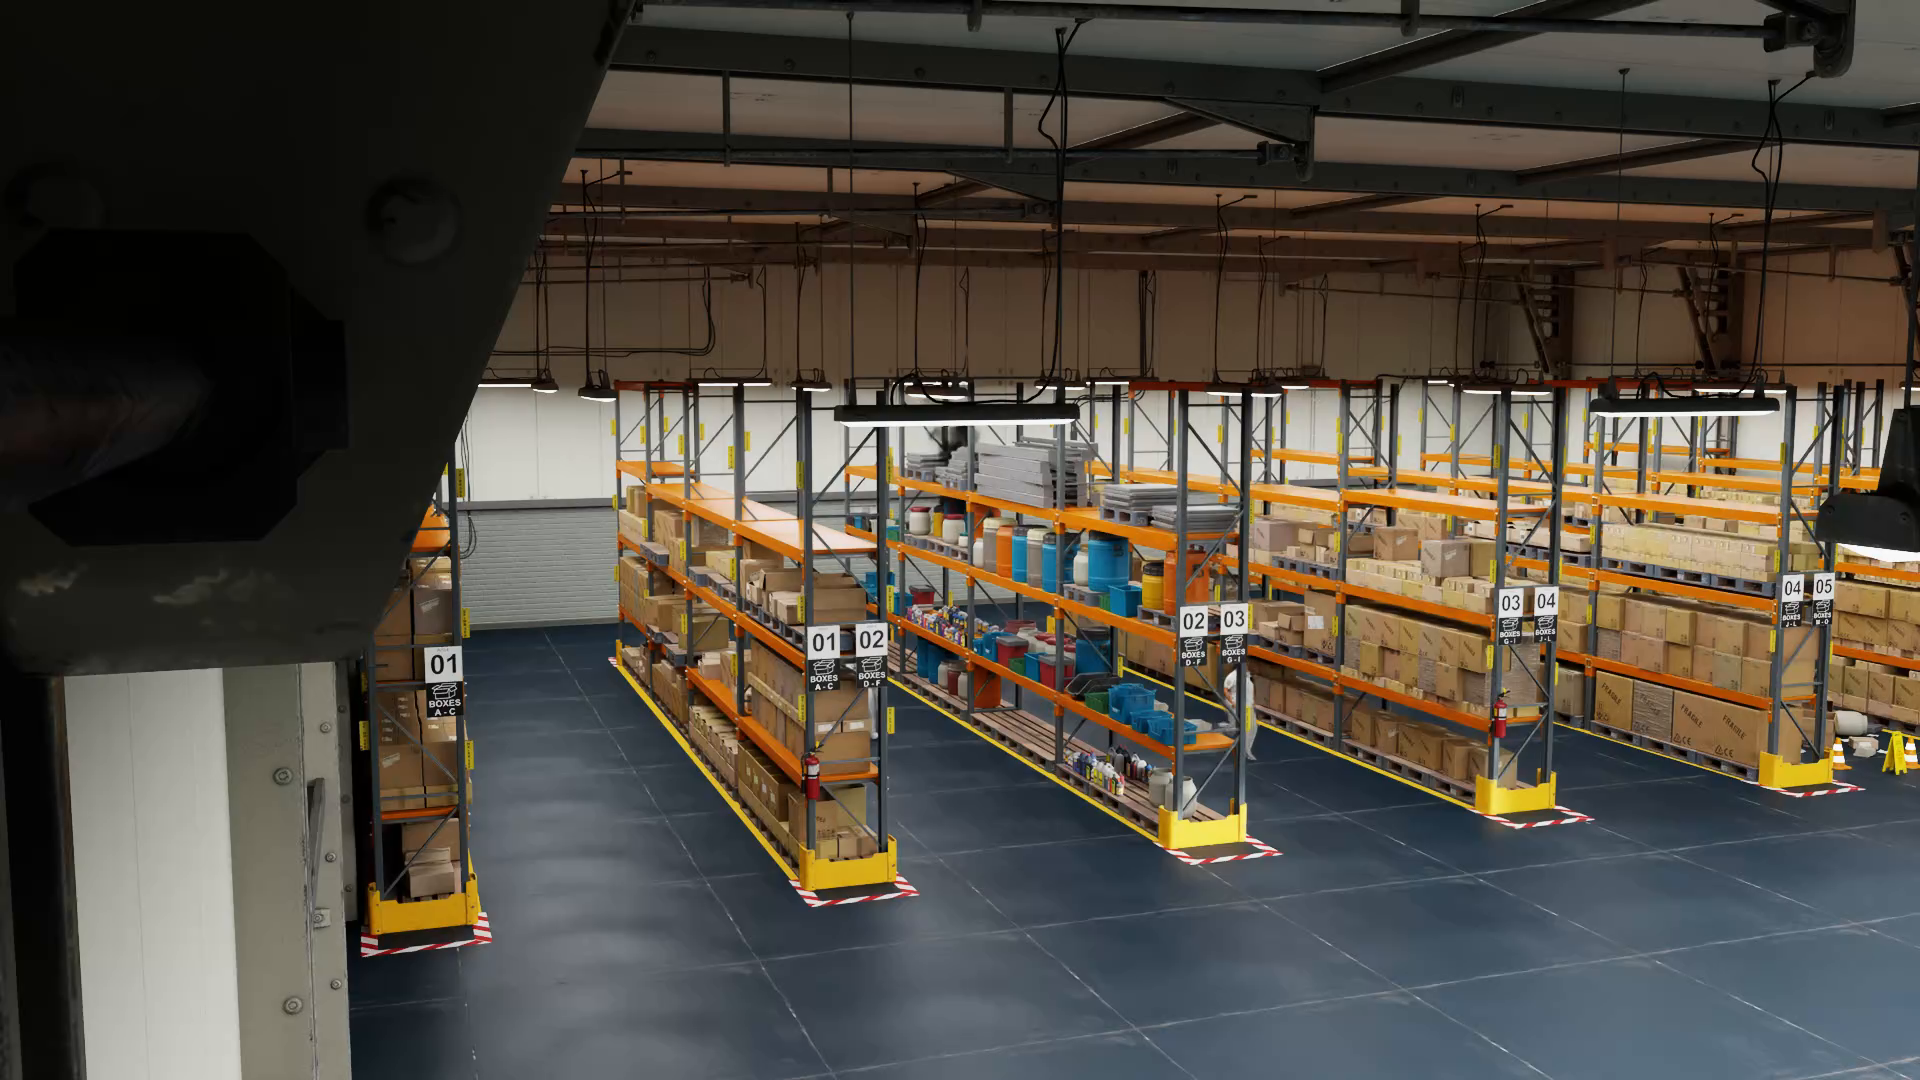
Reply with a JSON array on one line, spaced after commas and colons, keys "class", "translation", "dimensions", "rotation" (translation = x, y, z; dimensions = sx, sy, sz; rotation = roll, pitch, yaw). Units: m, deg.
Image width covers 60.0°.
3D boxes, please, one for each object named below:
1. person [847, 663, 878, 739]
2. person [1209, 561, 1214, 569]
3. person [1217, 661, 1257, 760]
[{"class": "person", "translation": [-1.555, 2.479, 28.279], "dimensions": [0.715, 1.735, 0.826], "rotation": [-3, 7, -27]}, {"class": "person", "translation": [5.970, 1.253, 40.905], "dimensions": [0.586, 1.538, 0.721], "rotation": [-3, 7, -26]}, {"class": "person", "translation": [4.527, 2.699, 26.969], "dimensions": [0.605, 1.642, 0.810], "rotation": [-3, 7, -25]}]
